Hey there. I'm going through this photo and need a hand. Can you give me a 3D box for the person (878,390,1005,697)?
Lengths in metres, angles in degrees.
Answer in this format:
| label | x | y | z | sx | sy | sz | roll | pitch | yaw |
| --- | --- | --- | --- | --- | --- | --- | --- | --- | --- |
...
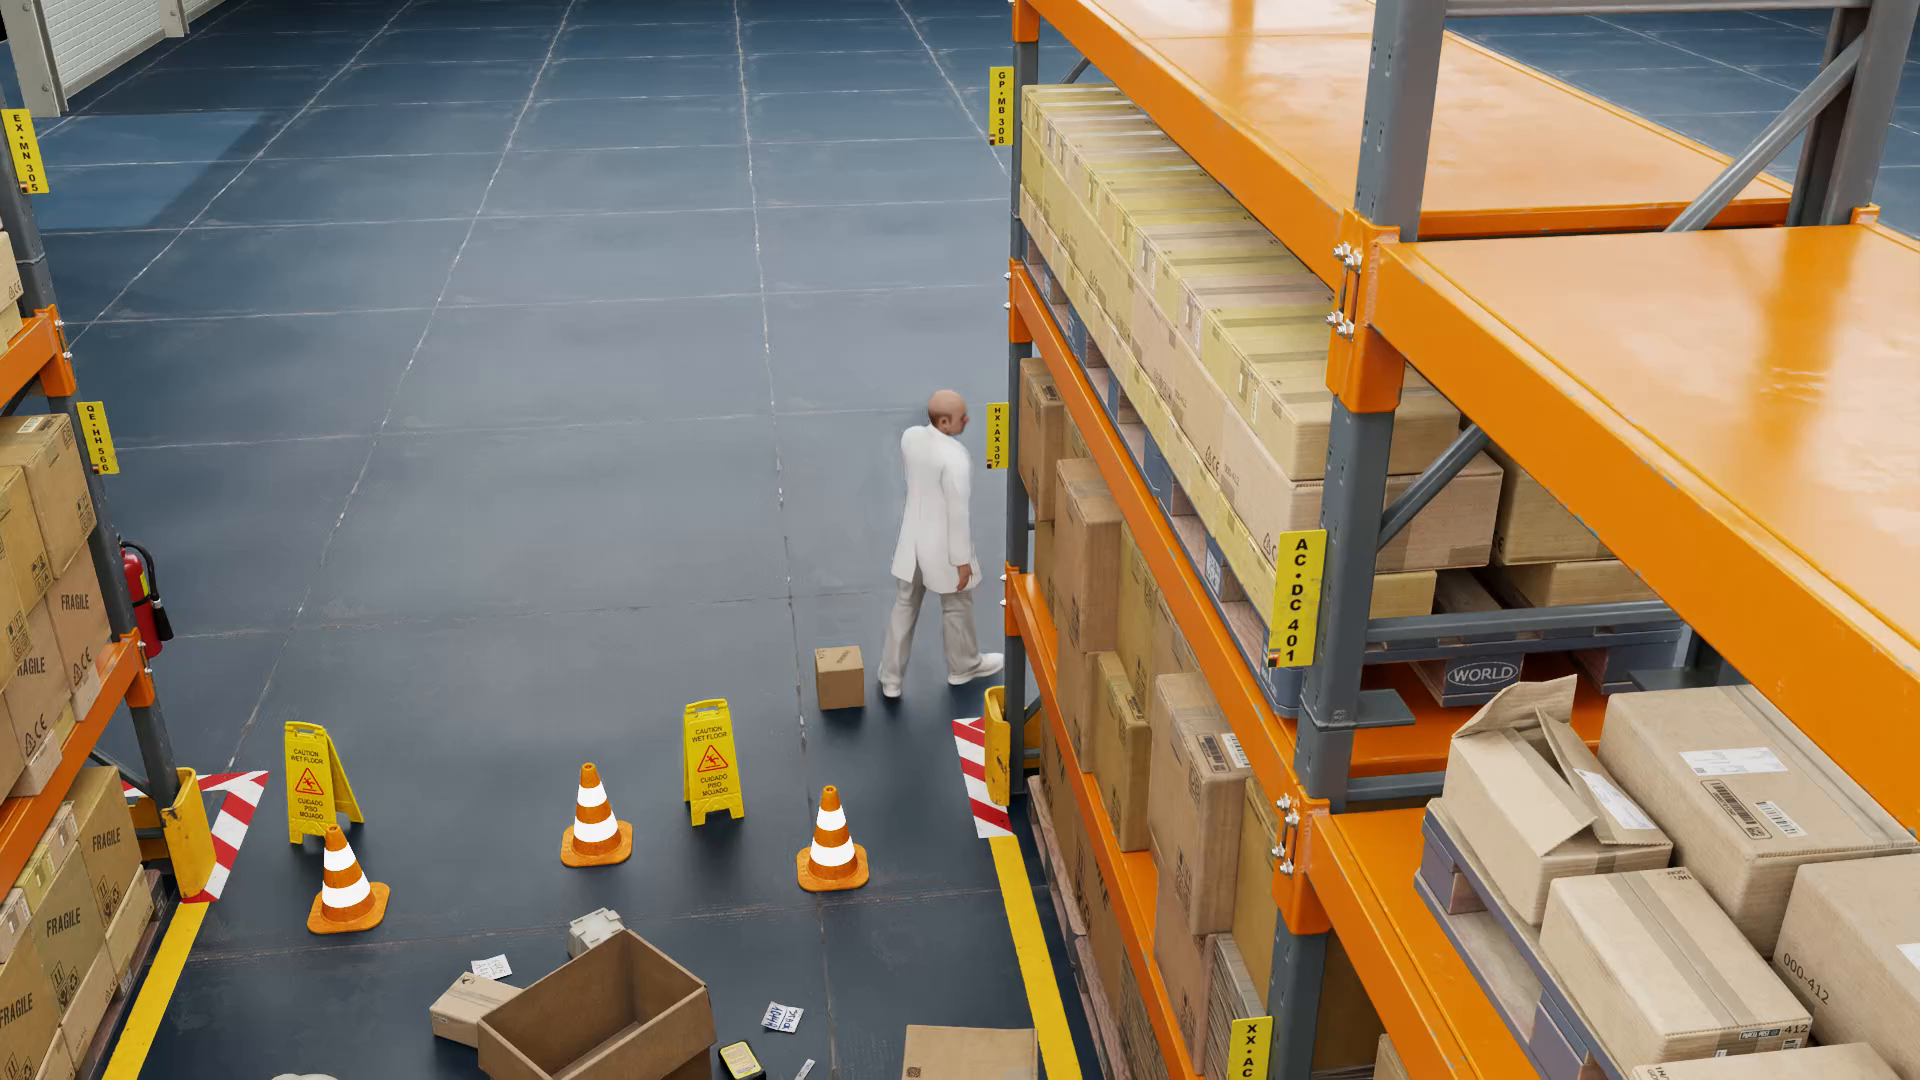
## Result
| label | x | y | z | sx | sy | sz | roll | pitch | yaw |
| --- | --- | --- | --- | --- | --- | --- | --- | --- | --- |
| person | -0.116 | 0.016 | 9.074 | 0.766 | 1.769 | 0.610 | -23 | 35 | -38 |
